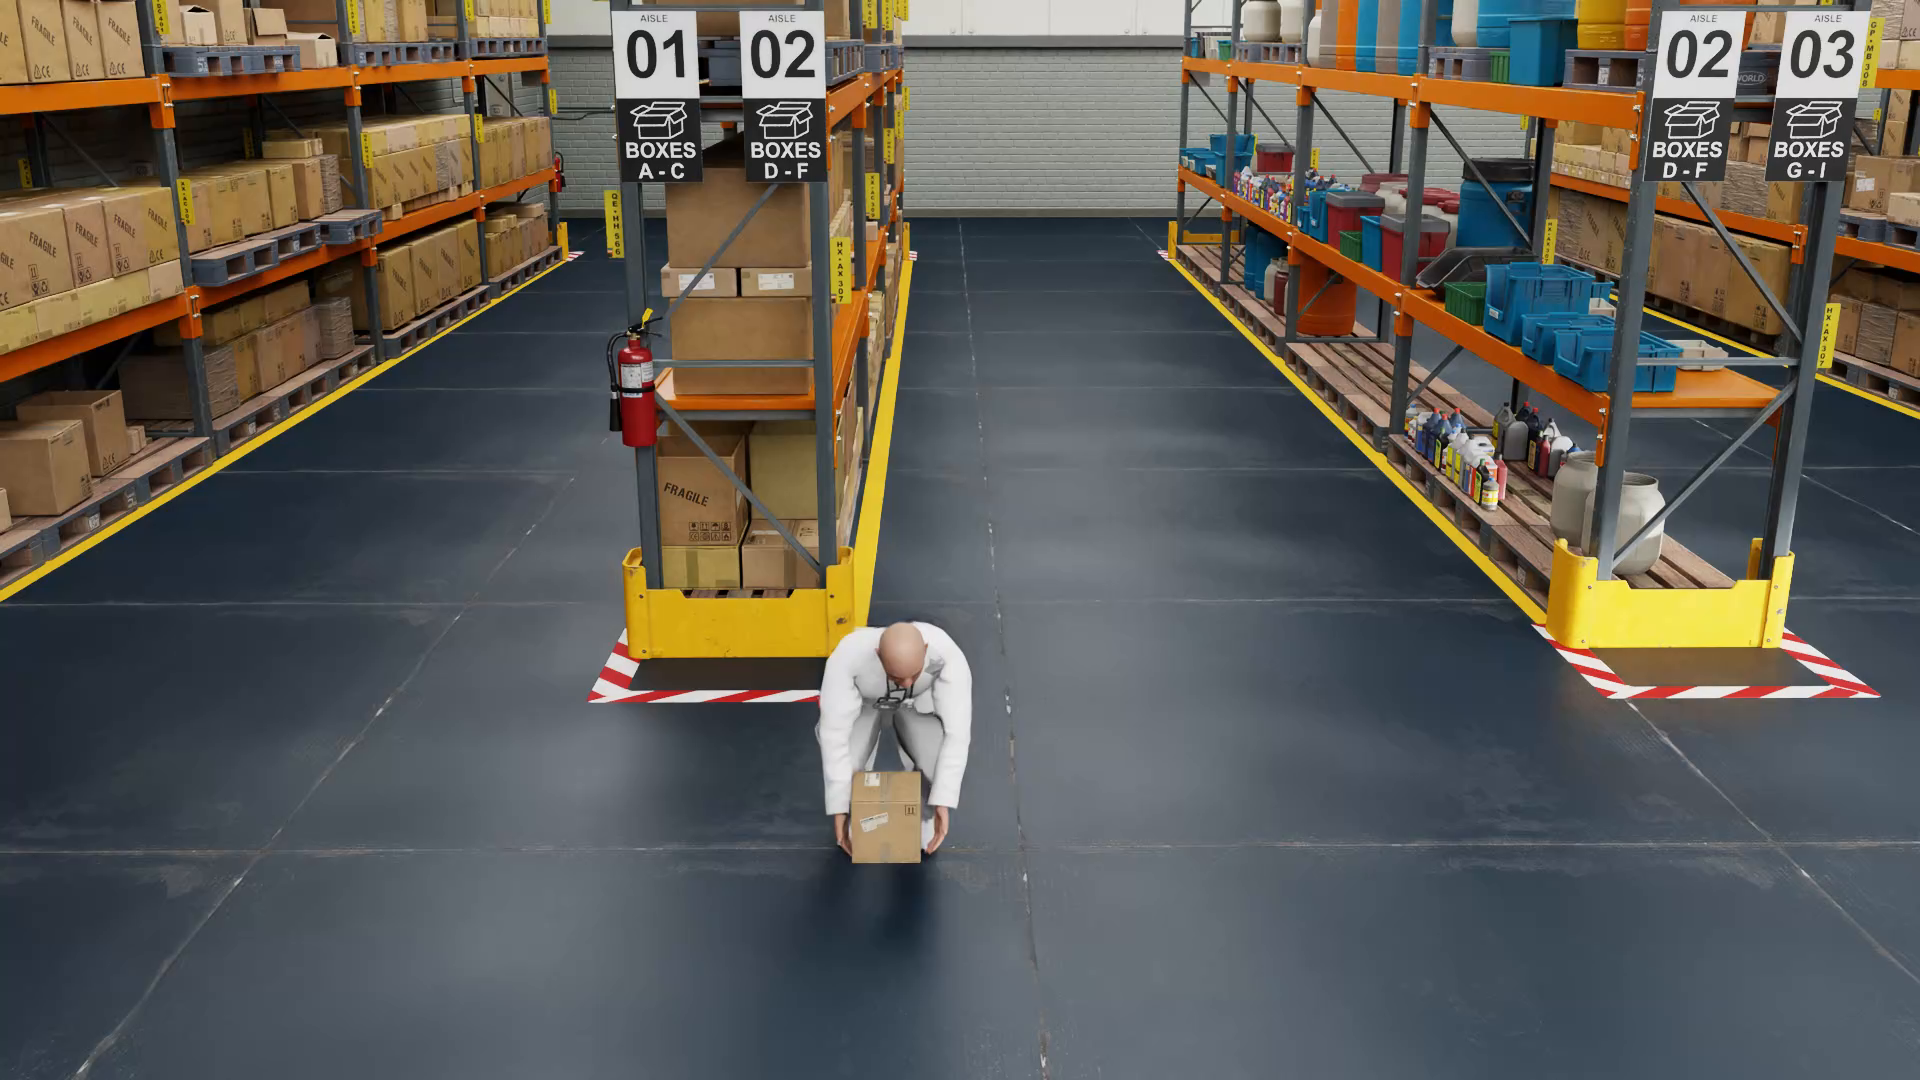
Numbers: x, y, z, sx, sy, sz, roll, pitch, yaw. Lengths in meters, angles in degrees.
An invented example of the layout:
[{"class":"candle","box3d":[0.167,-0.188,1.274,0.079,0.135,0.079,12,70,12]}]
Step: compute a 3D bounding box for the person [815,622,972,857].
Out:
[{"class":"person","box3d":[-0.262,0.722,6.451,0.613,1.046,0.899,0,17,-1]}]
